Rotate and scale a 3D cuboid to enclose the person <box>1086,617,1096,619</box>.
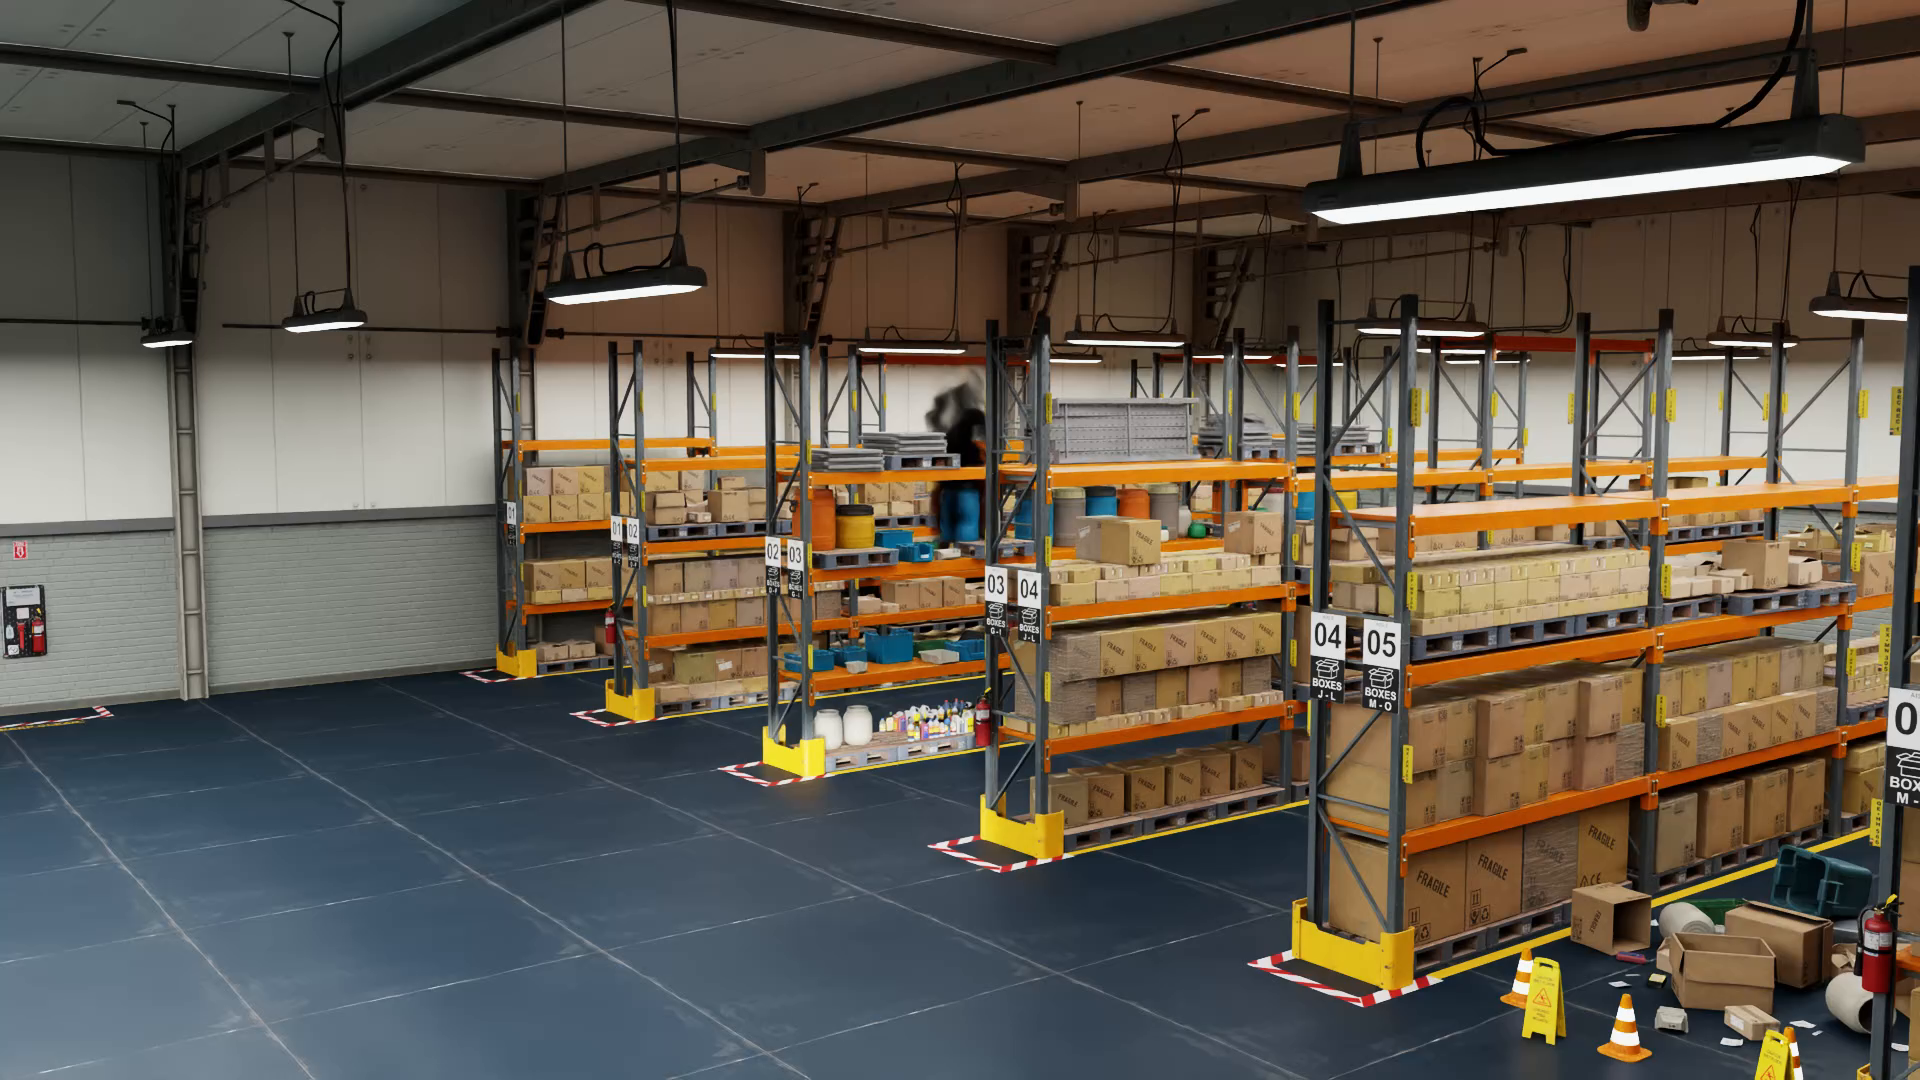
[{"bbox_3d":[2.391,1.706,29.462,0.564,1.727,0.635,-4,6,-39],"label":"person"}]

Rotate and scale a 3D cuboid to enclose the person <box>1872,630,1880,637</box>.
[{"bbox_3d":[13.697,2.166,24.790,0.903,1.665,0.599,-3,6,-30],"label":"person"}]

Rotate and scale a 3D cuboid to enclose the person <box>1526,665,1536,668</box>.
[{"bbox_3d":[7.518,2.419,21.726,0.767,1.651,0.636,-4,6,-36],"label":"person"}]
